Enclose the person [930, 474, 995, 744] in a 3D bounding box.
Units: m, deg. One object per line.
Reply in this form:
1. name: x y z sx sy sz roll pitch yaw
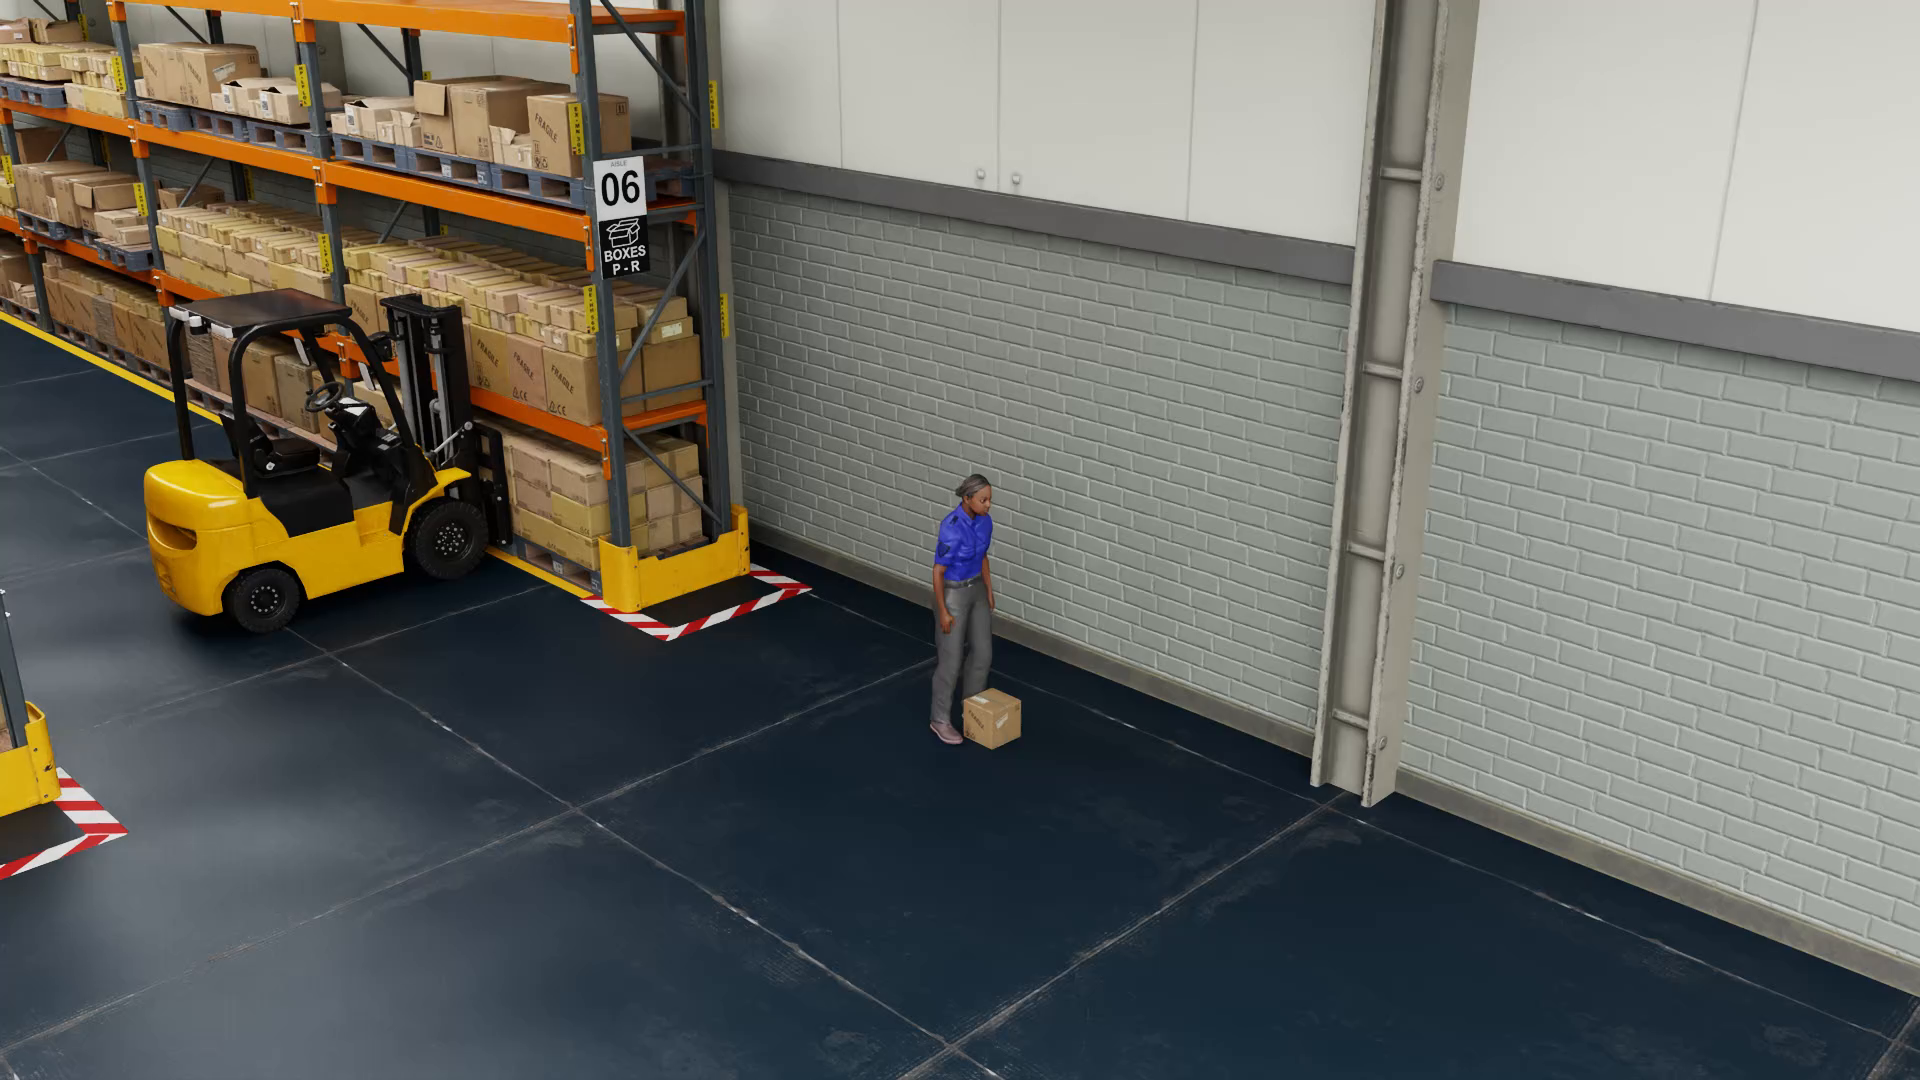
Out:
1. person: 0.043 0.387 10.066 0.403 1.653 0.529 17 27 38
